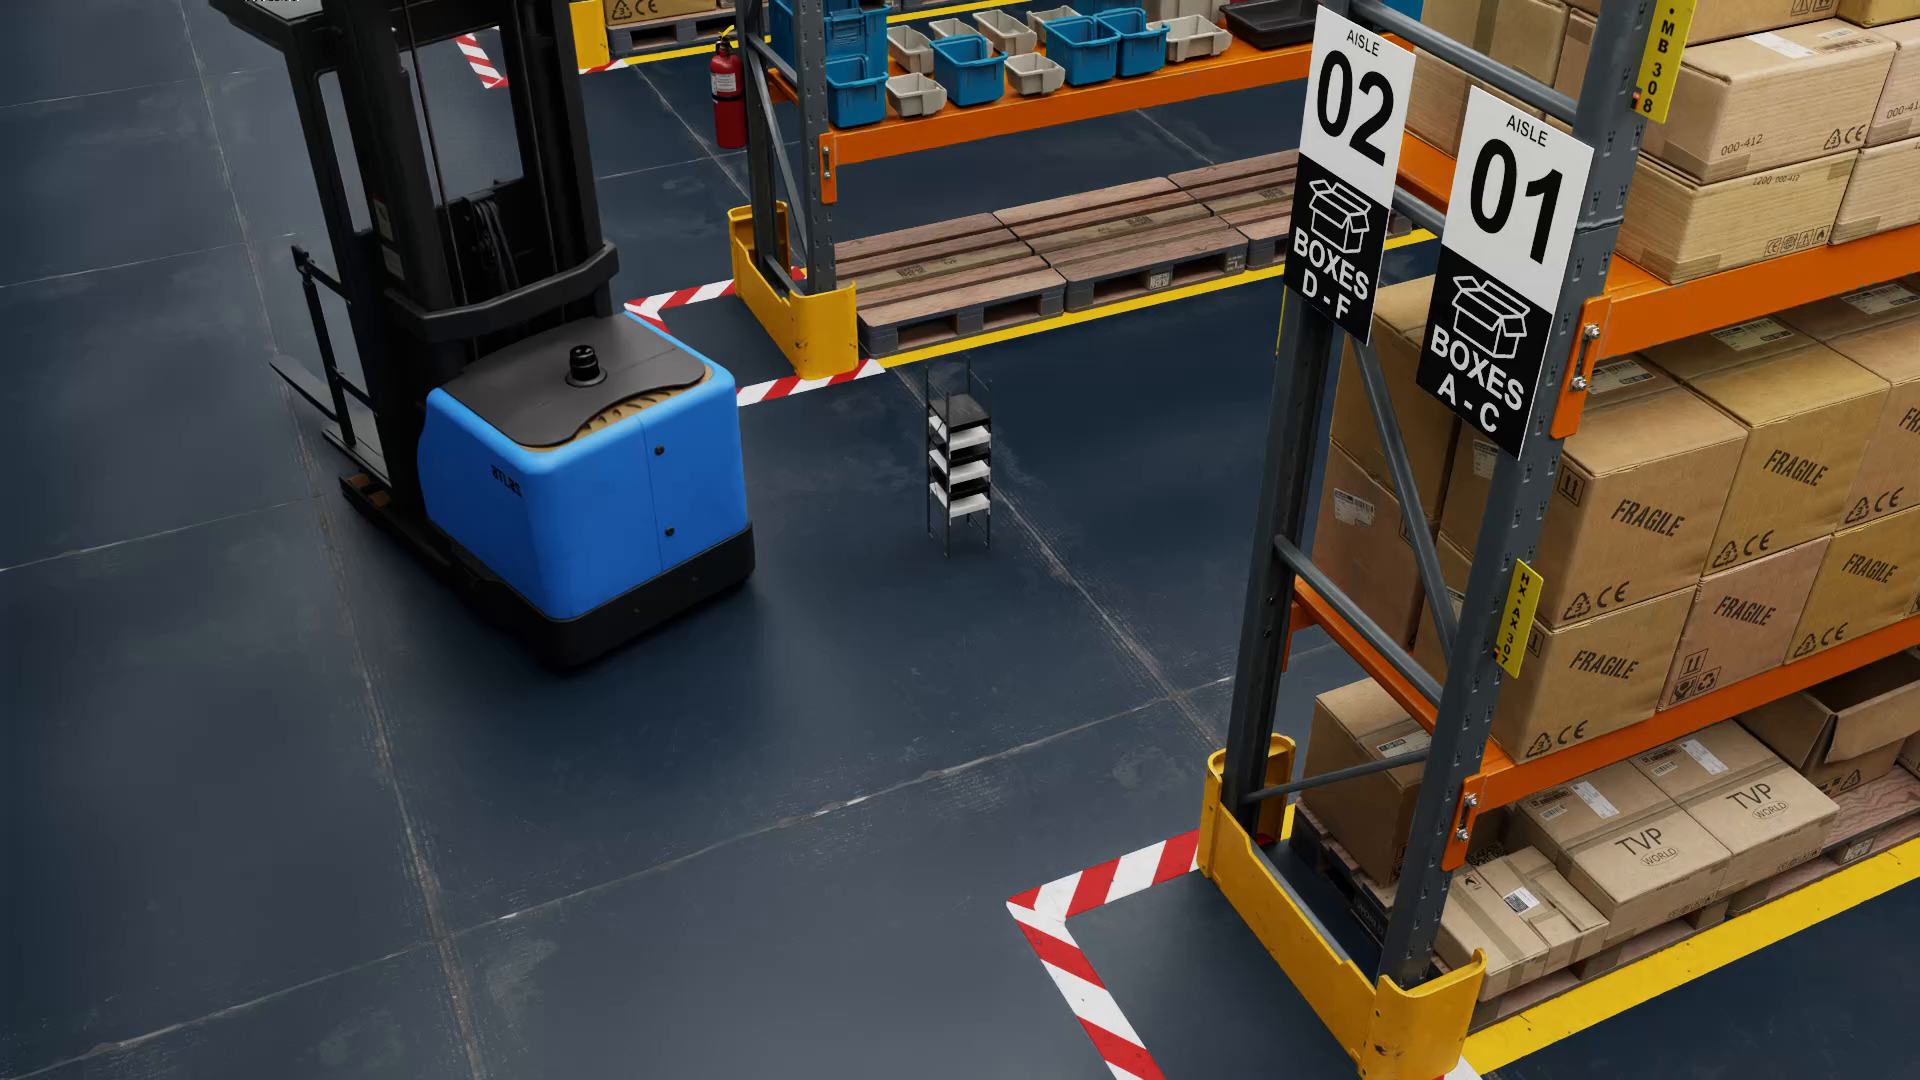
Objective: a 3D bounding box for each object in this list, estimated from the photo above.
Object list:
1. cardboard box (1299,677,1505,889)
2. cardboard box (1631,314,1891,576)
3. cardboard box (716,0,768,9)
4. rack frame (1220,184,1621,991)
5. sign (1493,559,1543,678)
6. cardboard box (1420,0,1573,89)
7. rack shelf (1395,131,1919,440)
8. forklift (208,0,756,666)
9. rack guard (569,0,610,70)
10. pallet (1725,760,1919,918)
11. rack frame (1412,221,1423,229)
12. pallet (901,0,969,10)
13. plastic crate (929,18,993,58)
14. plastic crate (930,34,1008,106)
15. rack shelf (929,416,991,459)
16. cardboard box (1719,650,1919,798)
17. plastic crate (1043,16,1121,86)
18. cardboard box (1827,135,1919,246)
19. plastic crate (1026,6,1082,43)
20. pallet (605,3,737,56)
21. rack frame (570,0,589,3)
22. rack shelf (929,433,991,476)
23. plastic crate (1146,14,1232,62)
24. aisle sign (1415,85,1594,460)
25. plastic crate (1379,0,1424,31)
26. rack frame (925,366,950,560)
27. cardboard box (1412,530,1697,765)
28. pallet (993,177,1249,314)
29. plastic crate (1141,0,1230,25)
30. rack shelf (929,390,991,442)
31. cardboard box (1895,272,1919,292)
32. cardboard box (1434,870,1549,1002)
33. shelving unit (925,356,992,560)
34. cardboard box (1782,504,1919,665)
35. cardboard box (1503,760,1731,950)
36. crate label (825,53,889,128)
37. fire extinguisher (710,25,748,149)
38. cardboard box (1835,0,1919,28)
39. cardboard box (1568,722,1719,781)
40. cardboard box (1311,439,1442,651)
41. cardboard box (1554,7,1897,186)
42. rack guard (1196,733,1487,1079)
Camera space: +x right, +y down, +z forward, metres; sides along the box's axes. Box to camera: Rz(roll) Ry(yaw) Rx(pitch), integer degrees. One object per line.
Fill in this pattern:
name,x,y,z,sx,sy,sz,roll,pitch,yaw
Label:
cardboard box,1.574,0.813,5.865,0.500,0.500,0.500,-16,39,-20
cardboard box,2.170,-0.292,4.702,0.500,0.500,0.500,-15,39,-19
cardboard box,-1.651,-4.838,13.185,0.875,0.875,0.875,-16,39,-20
rack frame,1.186,0.256,4.886,0.127,3.000,1.000,-16,39,-20
sign,1.417,0.201,4.234,0.005,0.325,0.100,-16,39,-20
cardboard box,1.543,-1.356,4.249,0.500,0.250,0.500,-16,39,-20
rack shelf,2.996,-1.166,4.890,4.000,0.370,1.077,-16,39,-20
forklift,-2.305,-1.433,7.222,1.130,2.935,3.031,-30,46,-34
rack guard,-3.041,-4.077,12.827,0.348,0.500,1.175,-16,39,-20
pallet,3.079,0.848,6.429,1.213,0.211,1.003,-16,39,-20
rack frame,2.706,-3.428,9.854,0.127,3.000,1.000,-16,39,-20
pallet,-0.120,-4.829,14.084,1.213,0.211,1.003,-16,39,-20
plastic crate,0.014,-2.704,9.048,0.243,0.136,0.396,-16,39,-20
plastic crate,0.044,-2.424,8.591,0.300,0.233,0.416,-16,39,-20
rack shelf,-0.007,-0.477,7.392,0.200,0.077,0.258,-16,39,-20
cardboard box,3.108,0.548,6.219,0.637,0.503,0.797,-16,39,-20
plastic crate,0.640,-2.591,8.815,0.300,0.233,0.416,-16,39,-20
cardboard box,2.217,-1.001,4.189,0.500,0.250,0.500,-16,39,-20
plastic crate,0.516,-2.872,9.276,0.250,0.136,0.298,-16,39,-20
pallet,-2.329,-4.211,13.251,1.213,0.211,1.003,-16,39,-20
rack frame,-3.020,-5.087,12.090,0.127,3.000,1.000,-16,39,-20
rack shelf,-0.007,-0.405,7.445,0.200,0.077,0.258,-16,39,-20
plastic crate,1.257,-2.744,9.102,0.466,0.136,0.293,-16,39,-20
aisle sign,1.249,-0.612,3.875,0.004,0.787,0.394,-16,39,-20
plastic crate,2.428,-3.144,9.434,0.575,0.384,0.392,-16,39,-20
rack frame,-0.099,-0.334,7.444,0.006,0.900,0.240,-16,39,-20
cardboard box,1.700,0.246,4.816,0.500,0.500,0.500,-15,39,-19
pallet,0.951,-1.790,9.986,1.213,0.211,1.003,-16,39,-20
plastic crate,1.245,-3.118,9.485,0.530,0.282,0.437,-16,39,-20
rack shelf,-0.007,-0.549,7.338,0.200,0.077,0.258,-16,39,-20
cardboard box,3.084,-0.545,5.044,0.500,0.500,0.500,-16,39,-20
cardboard box,1.711,1.304,5.498,0.250,0.149,0.380,-16,39,-20
shelving unit,-0.007,-0.359,7.479,0.210,0.900,0.258,-16,39,-20
cardboard box,2.620,-0.013,5.165,0.500,0.500,0.500,-16,39,-20
cardboard box,2.251,1.073,5.724,0.500,0.250,0.500,-16,39,-20
crate label,-0.552,-2.258,8.366,0.303,0.233,0.416,-16,39,-20
fire extinguisher,-1.245,-2.442,8.902,0.183,0.674,0.296,-16,39,-20
cardboard box,2.133,-1.610,3.962,0.500,0.500,0.700,-16,39,-20
cardboard box,2.446,0.689,6.242,0.500,0.250,0.500,-16,39,-20
cardboard box,1.476,-0.044,5.207,0.500,0.500,0.500,-14,39,-19
cardboard box,1.762,-1.079,3.875,0.500,0.250,0.500,-16,39,-20
rack guard,1.255,1.241,5.657,0.348,0.500,1.175,-16,39,-20
